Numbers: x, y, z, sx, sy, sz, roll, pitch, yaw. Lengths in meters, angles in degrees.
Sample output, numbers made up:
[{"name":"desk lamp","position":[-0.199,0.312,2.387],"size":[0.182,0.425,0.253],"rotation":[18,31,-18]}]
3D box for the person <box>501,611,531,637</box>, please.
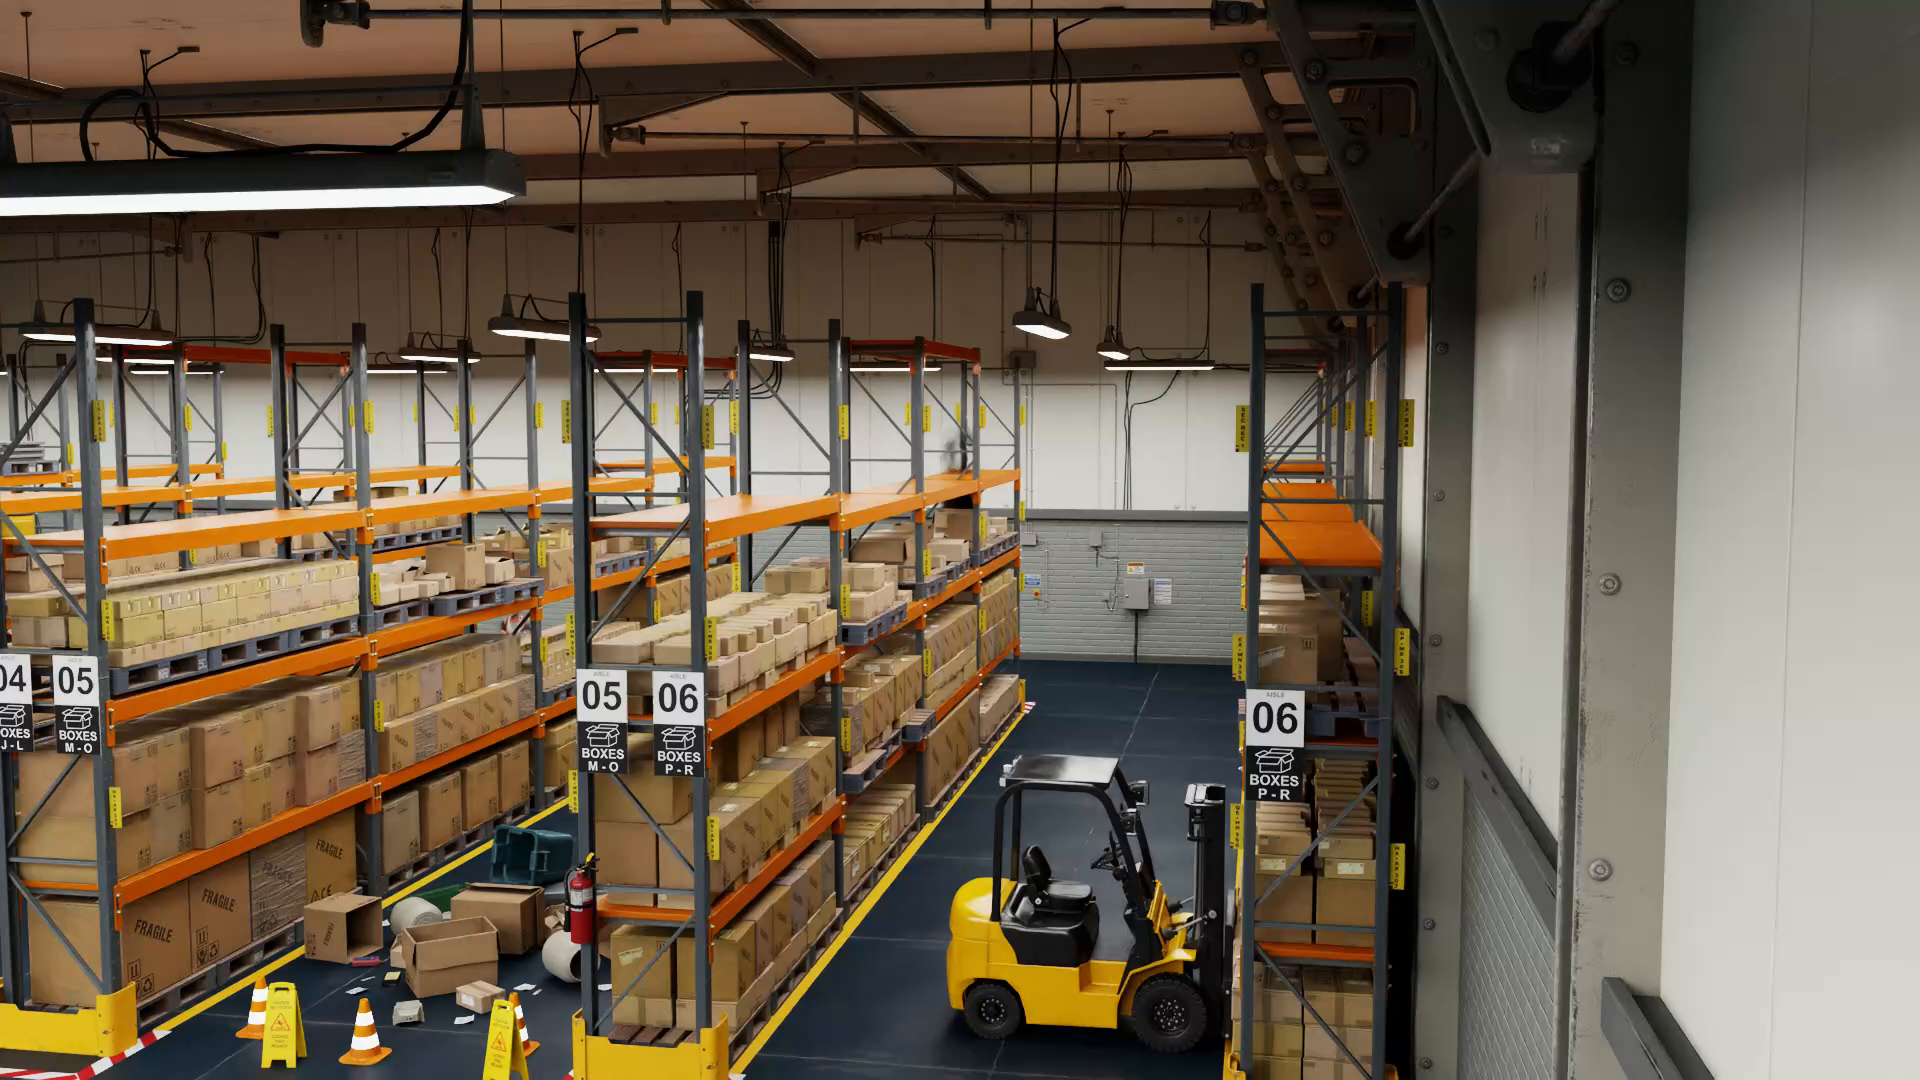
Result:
[{"name":"person","position":[-7.661,1.956,28.851],"size":[0.655,1.836,0.808],"rotation":[0,5,-5]}]
